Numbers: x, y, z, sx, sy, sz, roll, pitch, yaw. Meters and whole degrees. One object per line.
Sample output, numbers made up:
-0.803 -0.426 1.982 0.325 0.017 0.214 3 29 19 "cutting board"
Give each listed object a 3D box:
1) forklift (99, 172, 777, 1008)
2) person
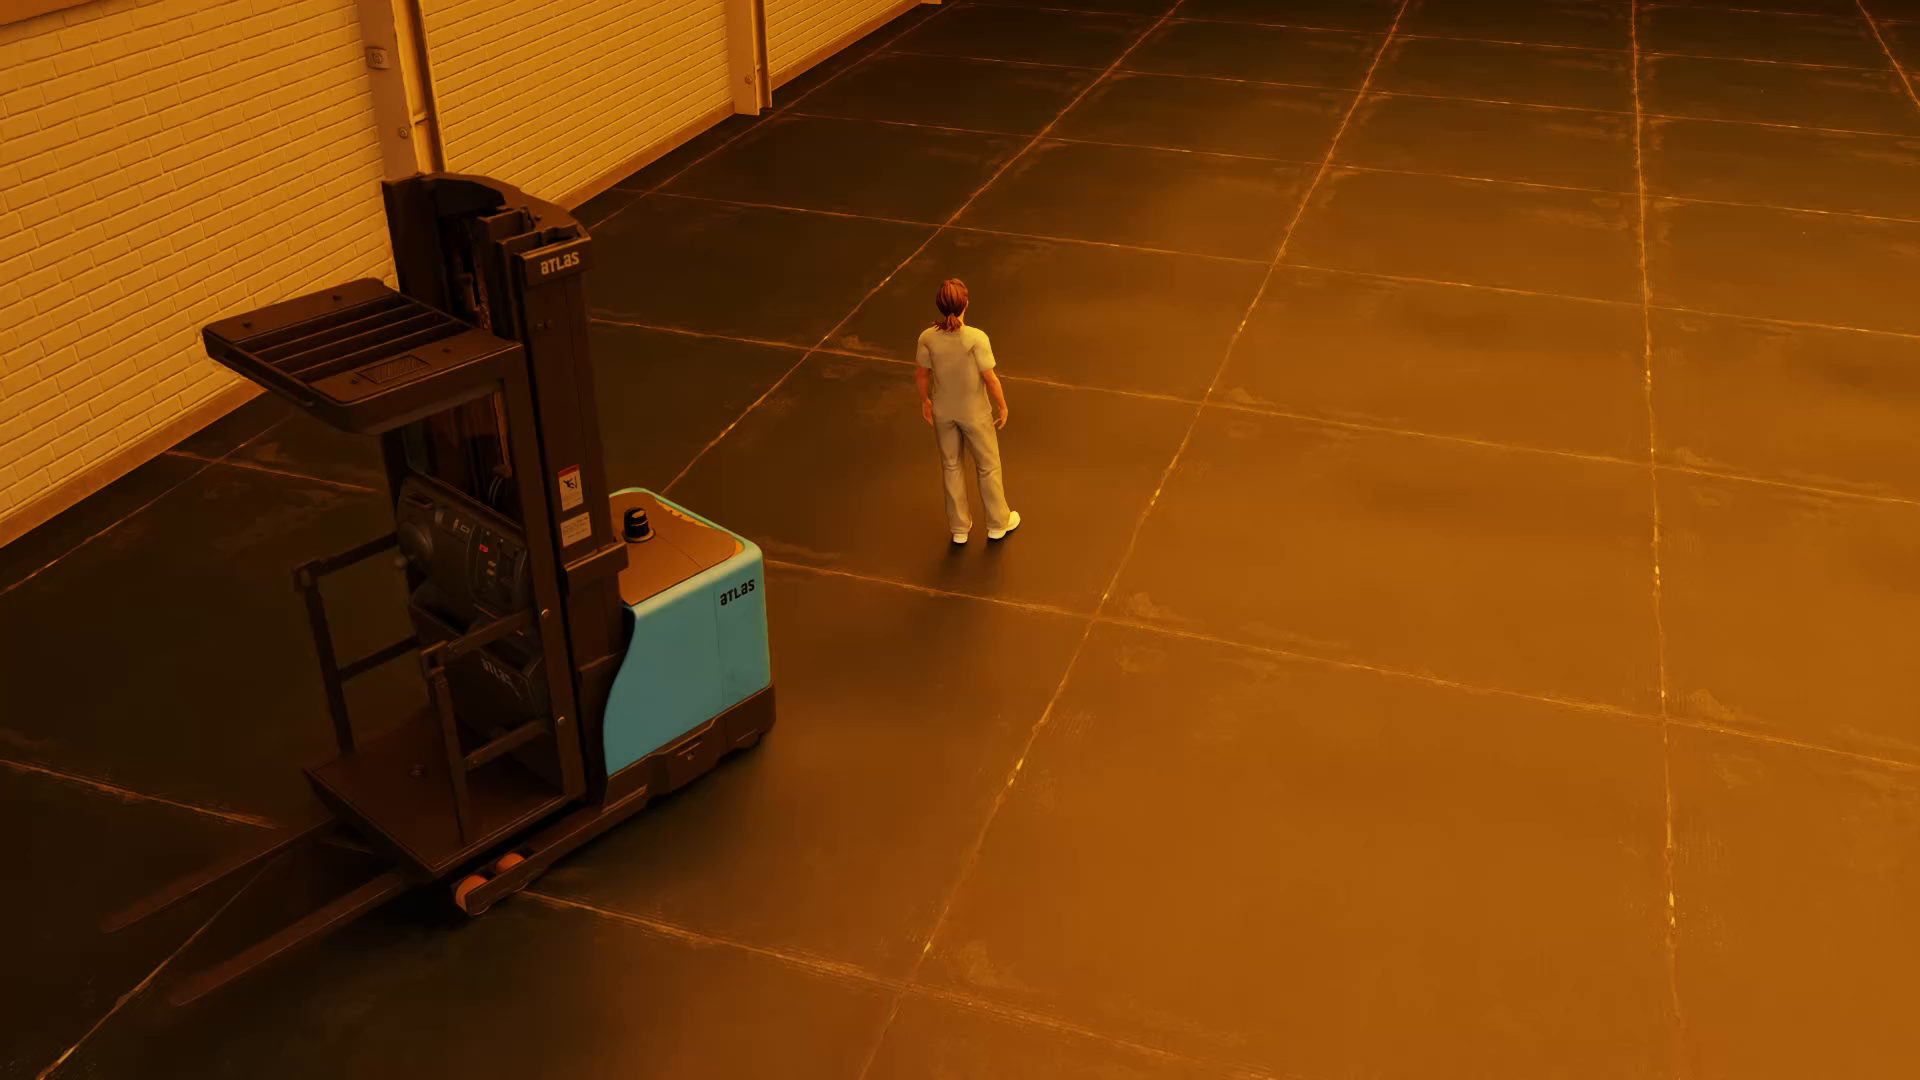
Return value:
-2.285 0.071 7.012 1.130 2.935 3.031 24 38 36 "forklift"
0.037 -0.767 9.734 0.549 1.675 0.549 10 31 16 "person"
